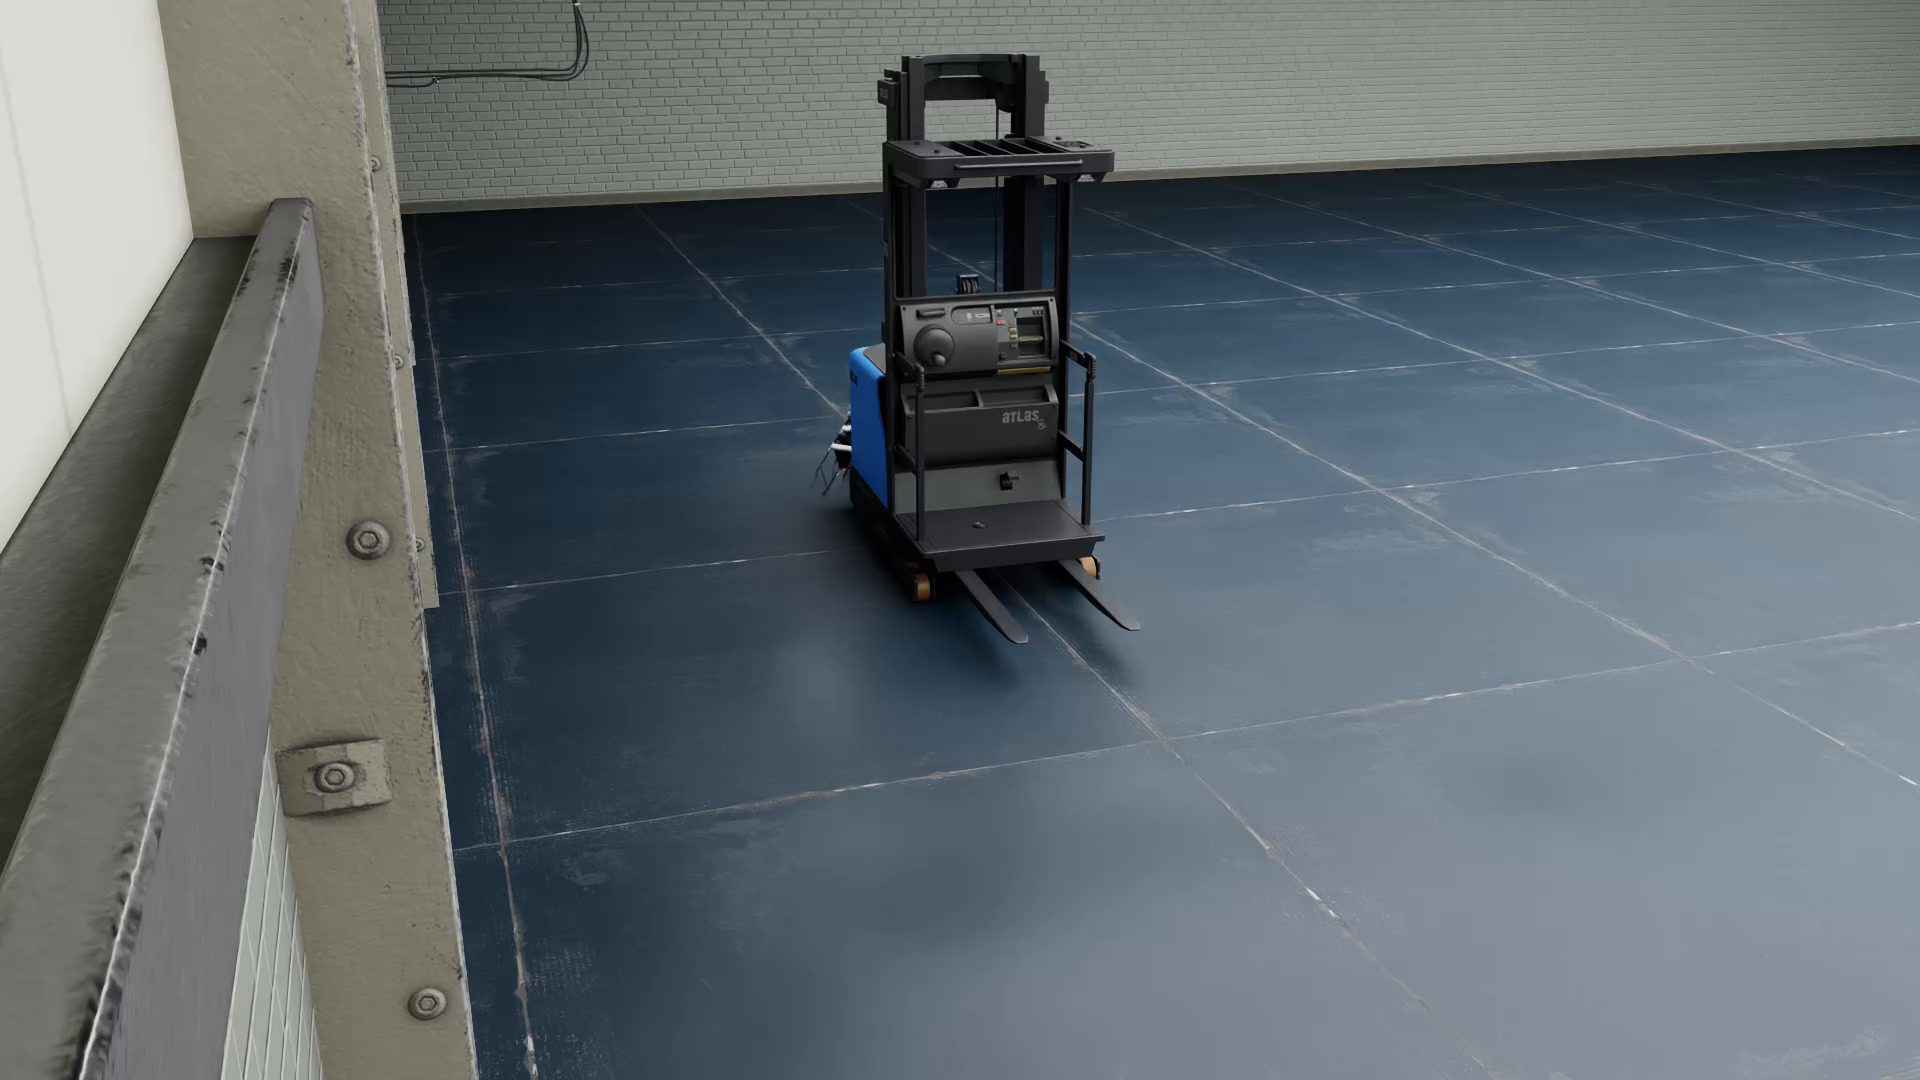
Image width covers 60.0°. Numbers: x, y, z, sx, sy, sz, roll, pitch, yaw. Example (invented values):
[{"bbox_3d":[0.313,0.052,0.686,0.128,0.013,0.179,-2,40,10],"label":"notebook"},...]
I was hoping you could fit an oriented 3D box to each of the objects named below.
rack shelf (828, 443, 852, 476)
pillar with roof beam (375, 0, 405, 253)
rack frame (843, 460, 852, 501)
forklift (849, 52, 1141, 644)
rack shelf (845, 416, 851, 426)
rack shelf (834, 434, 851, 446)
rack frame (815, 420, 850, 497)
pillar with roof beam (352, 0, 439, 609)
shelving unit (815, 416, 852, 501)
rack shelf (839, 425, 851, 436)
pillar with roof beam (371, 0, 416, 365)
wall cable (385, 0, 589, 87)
[{"bbox_3d":[-0.753,-0.525,11.176,0.200,0.258,0.077,10,49,22],"label":"rack shelf"},{"bbox_3d":[-2.828,-8.214,19.972,9.100,9.000,0.400,-6,21,-17],"label":"pillar with roof beam"},{"bbox_3d":[-0.581,-0.660,11.267,0.006,0.240,0.900,10,49,22],"label":"rack frame"},{"bbox_3d":[0.177,-1.175,9.352,1.130,2.935,3.031,-6,21,-15],"label":"forklift"},{"bbox_3d":[-0.653,-0.716,11.339,0.200,0.258,0.077,10,49,22],"label":"rack shelf"},{"bbox_3d":[-0.720,-0.588,11.231,0.200,0.258,0.077,10,49,22],"label":"rack shelf"},{"bbox_3d":[-0.767,-0.691,11.343,0.006,0.240,0.900,10,49,22],"label":"rack frame"},{"bbox_3d":[0.944,-4.363,9.251,9.100,9.000,0.400,-6,21,-17],"label":"pillar with roof beam"},{"bbox_3d":[-0.674,-0.676,11.305,0.210,0.258,0.900,10,49,22],"label":"shelving unit"},{"bbox_3d":[-0.687,-0.652,11.285,0.200,0.258,0.077,10,49,22],"label":"rack shelf"},{"bbox_3d":[-0.942,-6.288,14.612,9.100,9.000,0.400,-6,21,-17],"label":"pillar with roof beam"},{"bbox_3d":[-6.585,-7.381,22.247,3.097,2.526,0.112,-6,21,-17],"label":"wall cable"}]
